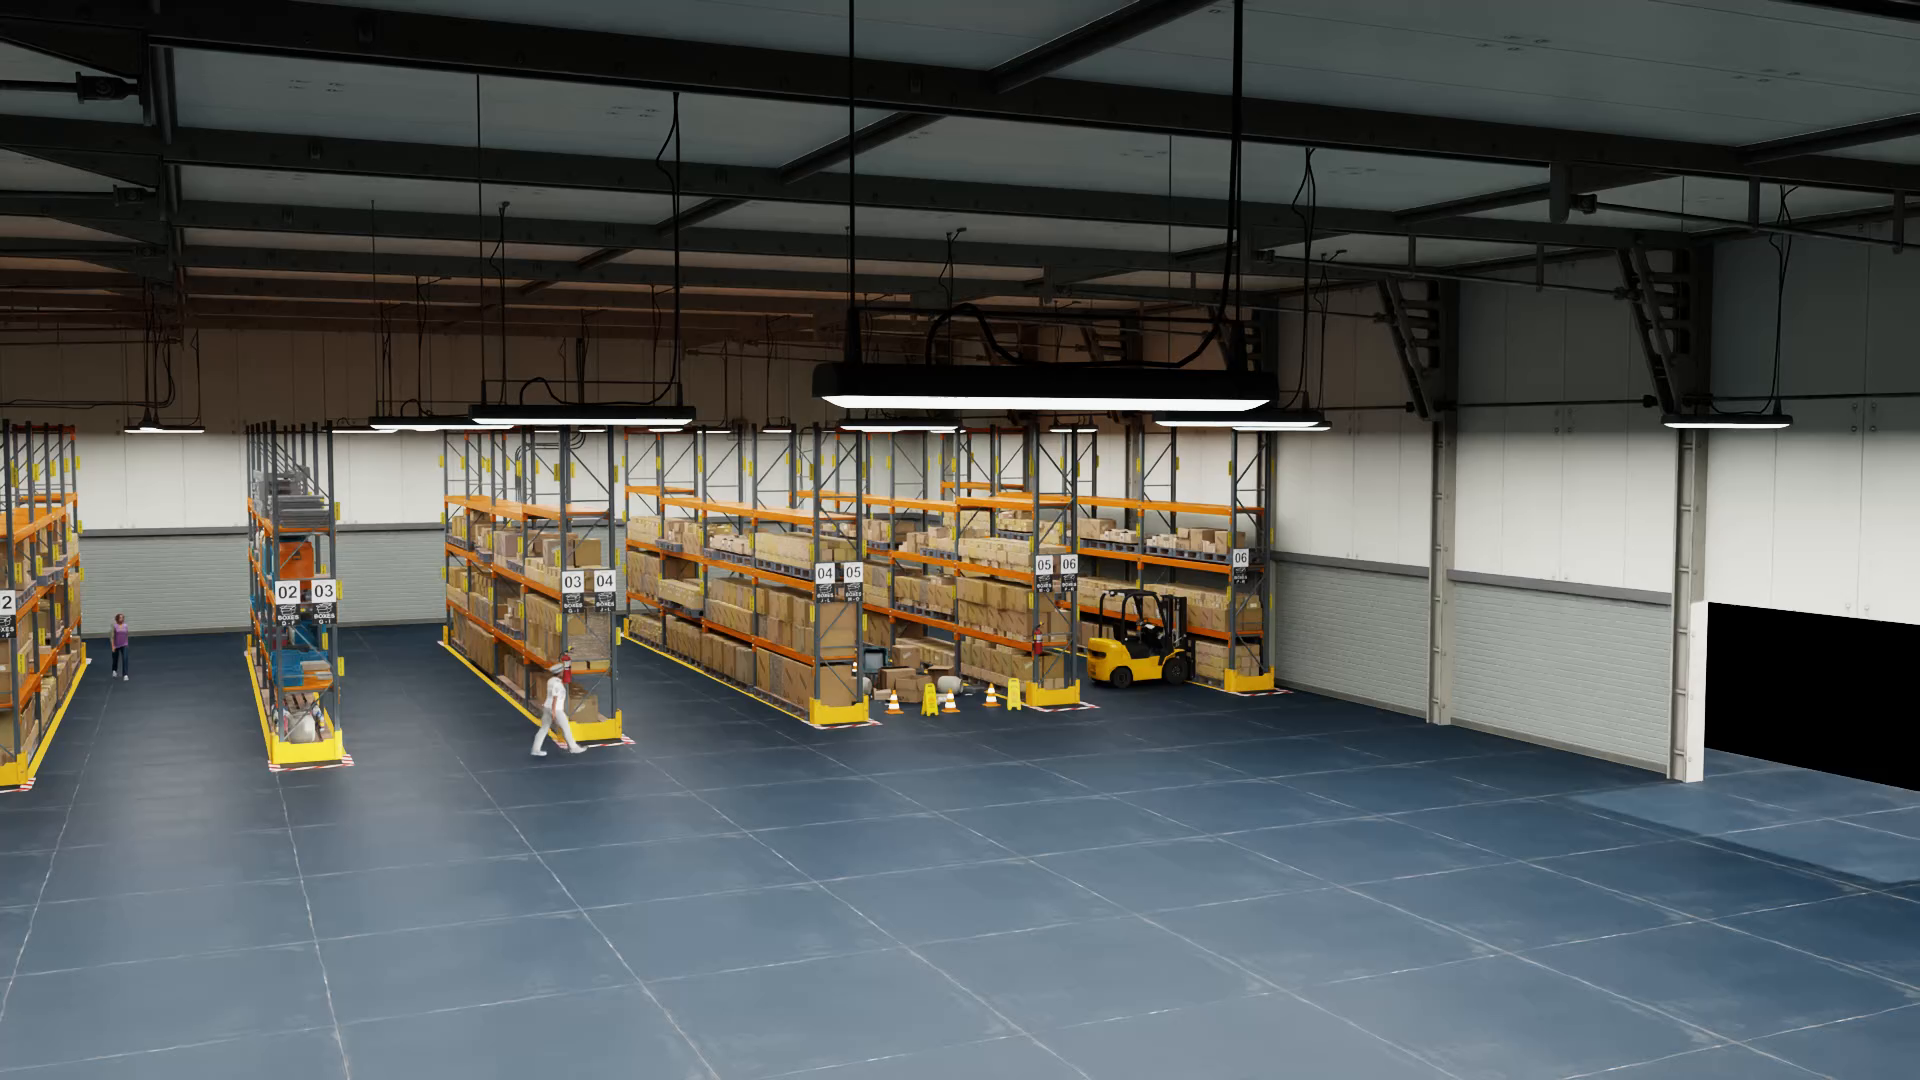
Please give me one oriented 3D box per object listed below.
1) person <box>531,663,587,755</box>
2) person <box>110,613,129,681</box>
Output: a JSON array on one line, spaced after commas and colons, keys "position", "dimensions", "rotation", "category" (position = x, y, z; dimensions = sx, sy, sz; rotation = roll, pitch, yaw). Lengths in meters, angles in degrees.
[{"position": [-7.221, 3.020, 29.803], "dimensions": [0.987, 1.616, 0.486], "rotation": [-3, 5, -38], "category": "person"}, {"position": [-19.729, 2.488, 39.011], "dimensions": [0.397, 1.553, 0.888], "rotation": [-2, 4, -33], "category": "person"}]
